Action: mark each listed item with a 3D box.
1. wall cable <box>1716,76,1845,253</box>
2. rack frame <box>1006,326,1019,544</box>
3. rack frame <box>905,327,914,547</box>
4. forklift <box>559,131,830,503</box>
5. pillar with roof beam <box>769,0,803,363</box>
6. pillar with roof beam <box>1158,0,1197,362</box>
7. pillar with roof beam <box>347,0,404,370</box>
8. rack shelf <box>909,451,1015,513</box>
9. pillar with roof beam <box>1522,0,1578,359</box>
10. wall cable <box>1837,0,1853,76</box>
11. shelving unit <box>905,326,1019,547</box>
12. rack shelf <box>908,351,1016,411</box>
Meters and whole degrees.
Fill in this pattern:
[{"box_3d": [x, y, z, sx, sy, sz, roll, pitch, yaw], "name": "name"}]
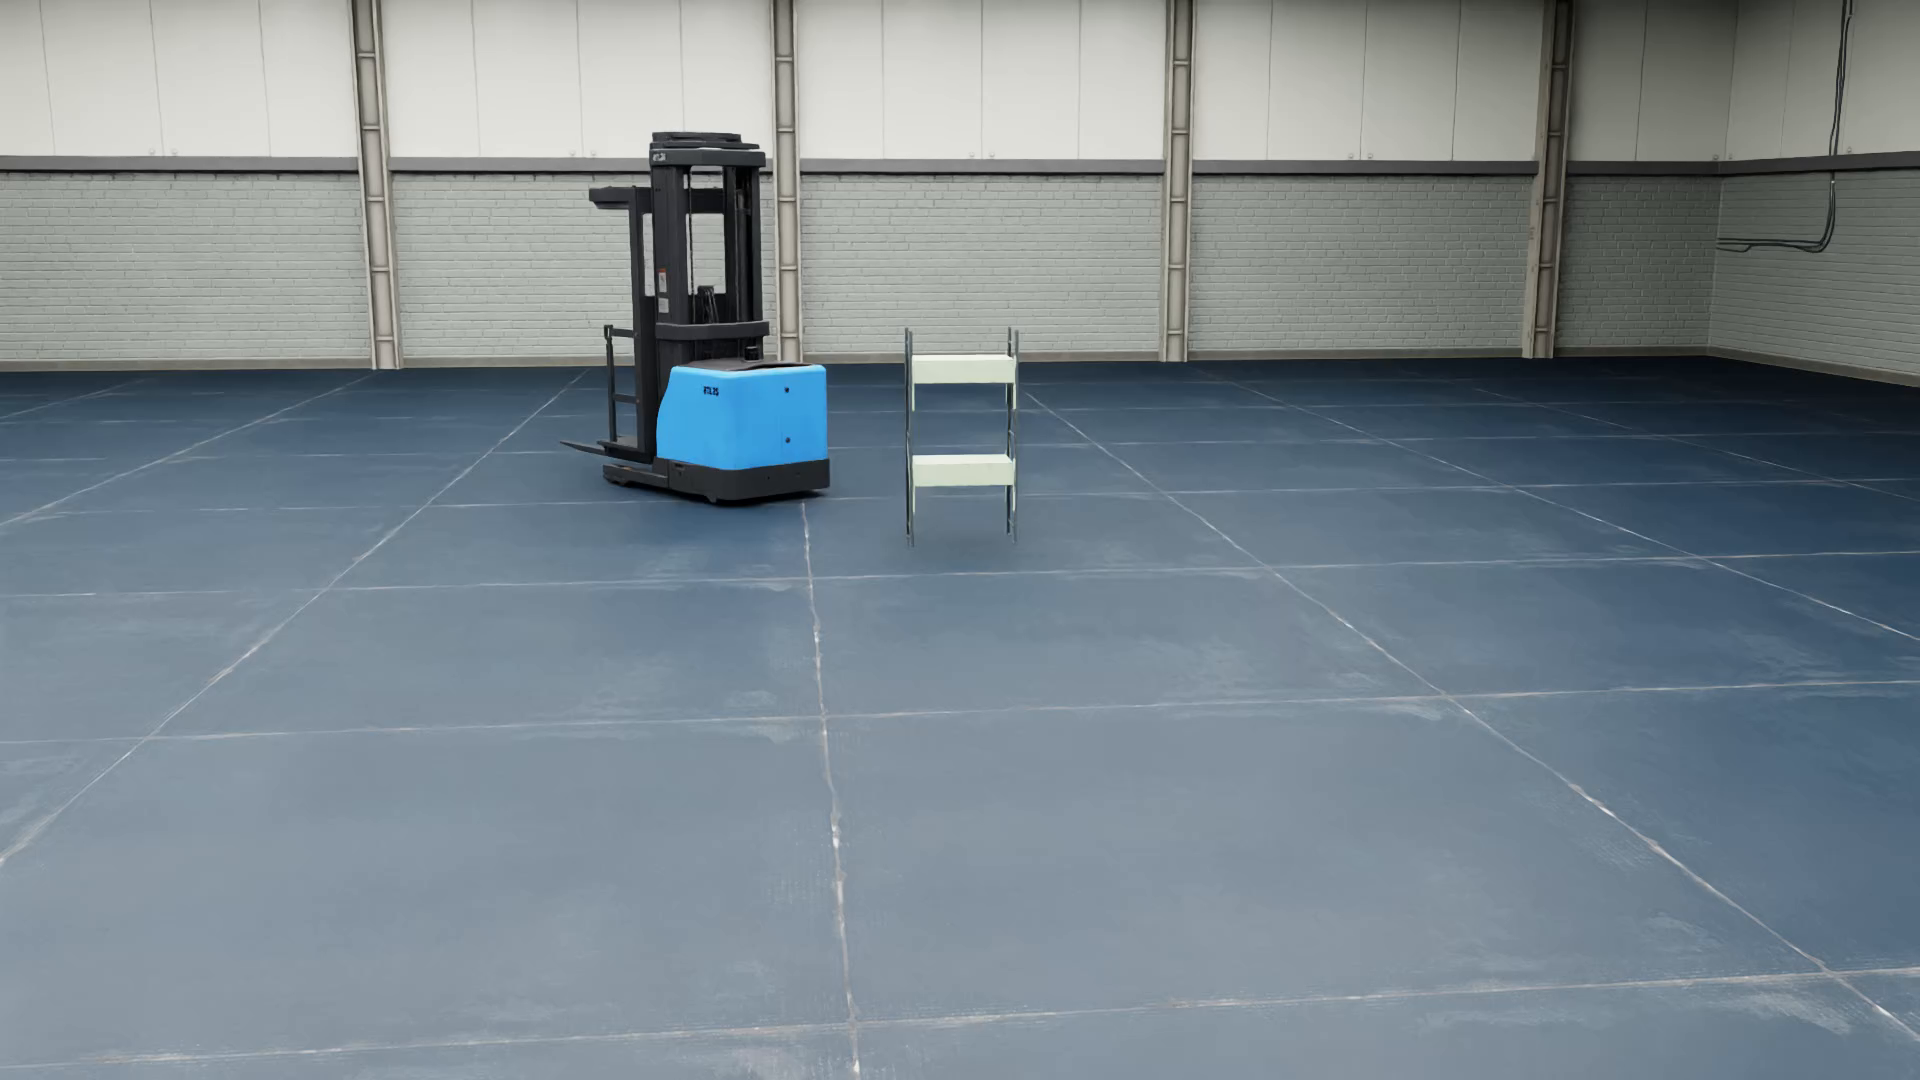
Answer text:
[{"box_3d": [12.390, -5.645, 25.306, 0.112, 2.526, 3.097, -1, 11, -6], "name": "wall cable"}, {"box_3d": [0.371, -0.744, 11.763, 0.023, 1.500, 0.400, -1, 11, -6], "name": "rack frame"}, {"box_3d": [-0.357, -0.728, 11.685, 0.023, 1.500, 0.400, -1, 11, -6], "name": "rack frame"}, {"box_3d": [-2.437, -1.957, 14.226, 1.130, 2.935, 3.031, -10, 15, -41], "name": "forklift"}, {"box_3d": [-2.147, -6.286, 20.513, 0.400, 9.000, 9.100, -1, 11, -6], "name": "pillar with roof beam"}, {"box_3d": [3.818, -6.411, 21.149, 0.400, 9.000, 9.100, -1, 11, -6], "name": "pillar with roof beam"}, {"box_3d": [-8.112, -6.161, 19.878, 0.400, 9.000, 9.100, -1, 11, -6], "name": "pillar with roof beam"}, {"box_3d": [0.007, -0.416, 11.787, 0.720, 0.370, 0.431, -1, 11, -6], "name": "rack shelf"}, {"box_3d": [9.783, -6.536, 21.785, 0.400, 9.000, 9.100, -1, 11, -6], "name": "pillar with roof beam"}, {"box_3d": [12.682, -7.605, 22.180, 0.112, 2.526, 3.097, -1, 11, -6], "name": "wall cable"}, {"box_3d": [0.007, -0.736, 11.724, 0.755, 1.500, 0.431, -1, 11, -6], "name": "shelving unit"}, {"box_3d": [0.007, -1.119, 11.649, 0.720, 0.370, 0.431, -1, 11, -6], "name": "rack shelf"}]
